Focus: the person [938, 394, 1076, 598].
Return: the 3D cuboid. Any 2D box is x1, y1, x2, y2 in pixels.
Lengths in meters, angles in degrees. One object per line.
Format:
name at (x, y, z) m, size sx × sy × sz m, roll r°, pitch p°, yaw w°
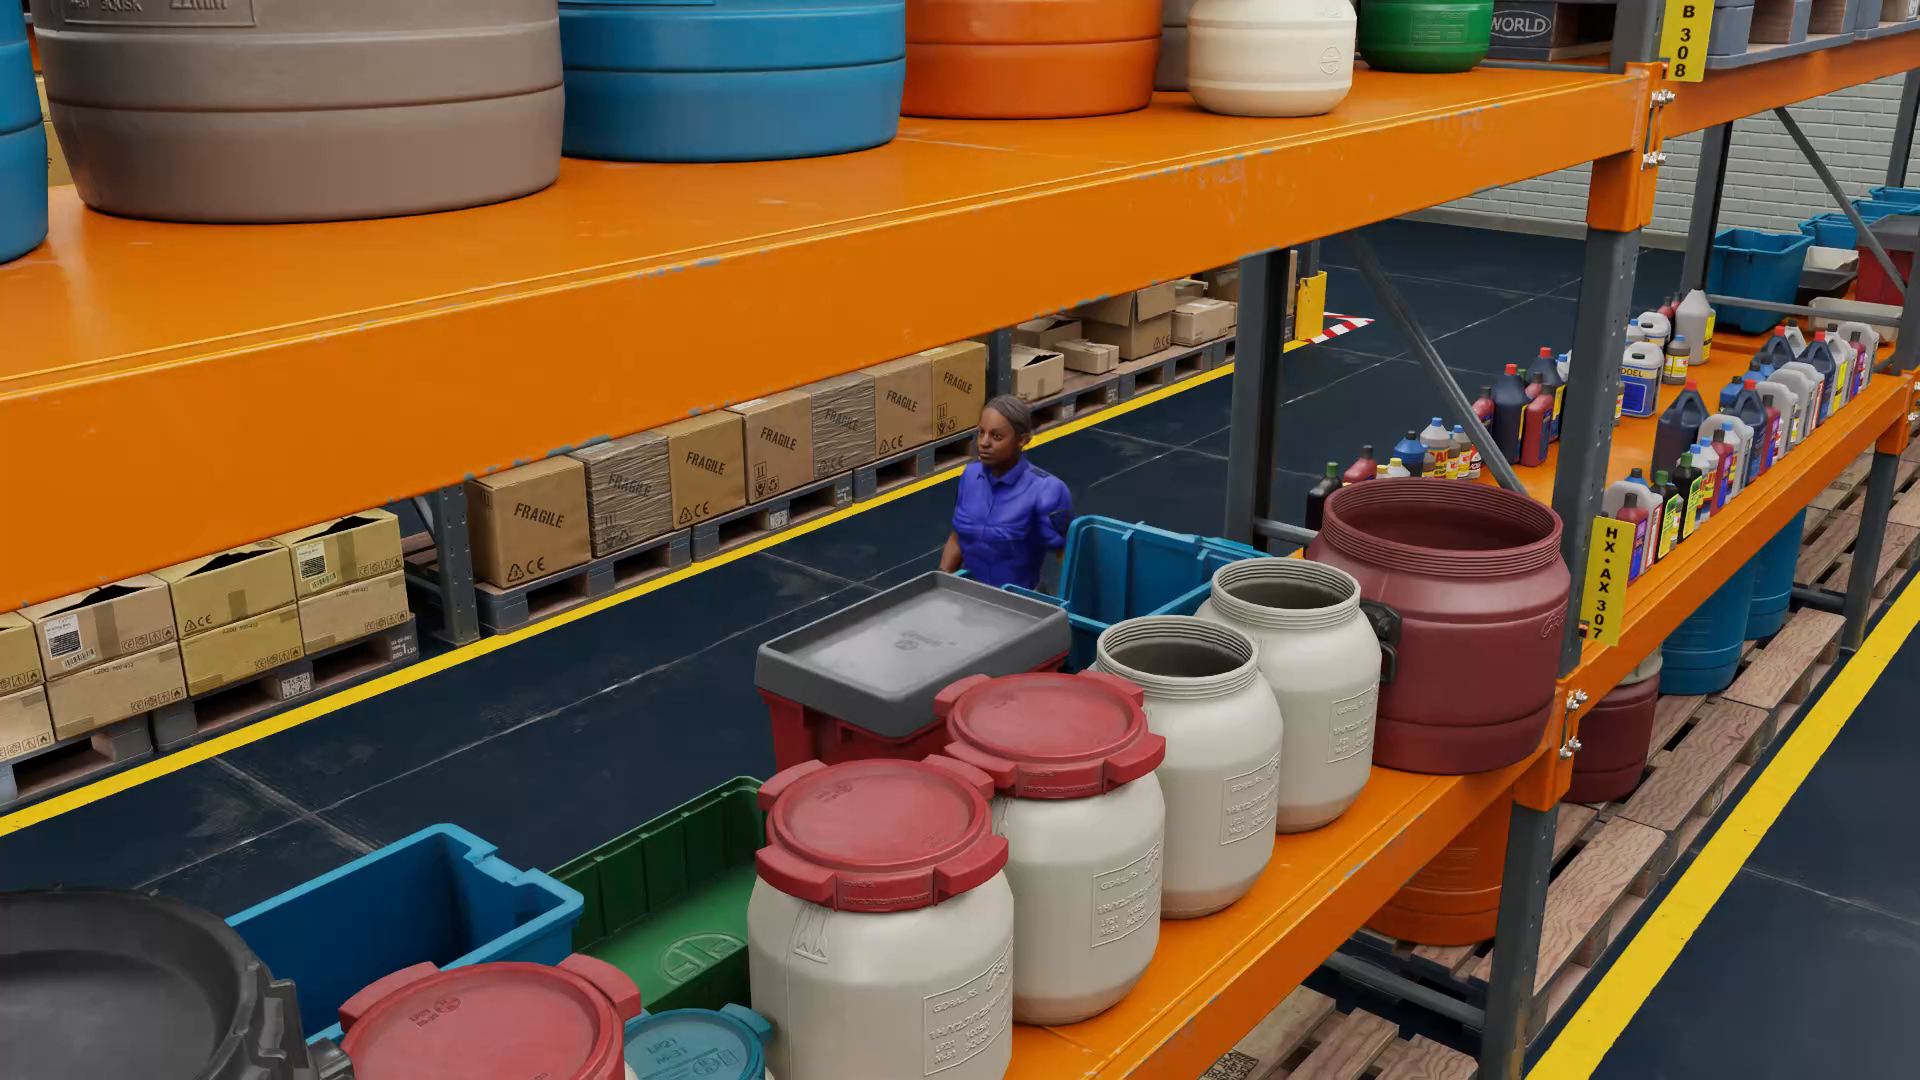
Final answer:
person at (0.143, 0.300, 5.789) m, size 0.549 × 1.646 × 0.446 m, roll 17°, pitch 26°, yaw 38°
